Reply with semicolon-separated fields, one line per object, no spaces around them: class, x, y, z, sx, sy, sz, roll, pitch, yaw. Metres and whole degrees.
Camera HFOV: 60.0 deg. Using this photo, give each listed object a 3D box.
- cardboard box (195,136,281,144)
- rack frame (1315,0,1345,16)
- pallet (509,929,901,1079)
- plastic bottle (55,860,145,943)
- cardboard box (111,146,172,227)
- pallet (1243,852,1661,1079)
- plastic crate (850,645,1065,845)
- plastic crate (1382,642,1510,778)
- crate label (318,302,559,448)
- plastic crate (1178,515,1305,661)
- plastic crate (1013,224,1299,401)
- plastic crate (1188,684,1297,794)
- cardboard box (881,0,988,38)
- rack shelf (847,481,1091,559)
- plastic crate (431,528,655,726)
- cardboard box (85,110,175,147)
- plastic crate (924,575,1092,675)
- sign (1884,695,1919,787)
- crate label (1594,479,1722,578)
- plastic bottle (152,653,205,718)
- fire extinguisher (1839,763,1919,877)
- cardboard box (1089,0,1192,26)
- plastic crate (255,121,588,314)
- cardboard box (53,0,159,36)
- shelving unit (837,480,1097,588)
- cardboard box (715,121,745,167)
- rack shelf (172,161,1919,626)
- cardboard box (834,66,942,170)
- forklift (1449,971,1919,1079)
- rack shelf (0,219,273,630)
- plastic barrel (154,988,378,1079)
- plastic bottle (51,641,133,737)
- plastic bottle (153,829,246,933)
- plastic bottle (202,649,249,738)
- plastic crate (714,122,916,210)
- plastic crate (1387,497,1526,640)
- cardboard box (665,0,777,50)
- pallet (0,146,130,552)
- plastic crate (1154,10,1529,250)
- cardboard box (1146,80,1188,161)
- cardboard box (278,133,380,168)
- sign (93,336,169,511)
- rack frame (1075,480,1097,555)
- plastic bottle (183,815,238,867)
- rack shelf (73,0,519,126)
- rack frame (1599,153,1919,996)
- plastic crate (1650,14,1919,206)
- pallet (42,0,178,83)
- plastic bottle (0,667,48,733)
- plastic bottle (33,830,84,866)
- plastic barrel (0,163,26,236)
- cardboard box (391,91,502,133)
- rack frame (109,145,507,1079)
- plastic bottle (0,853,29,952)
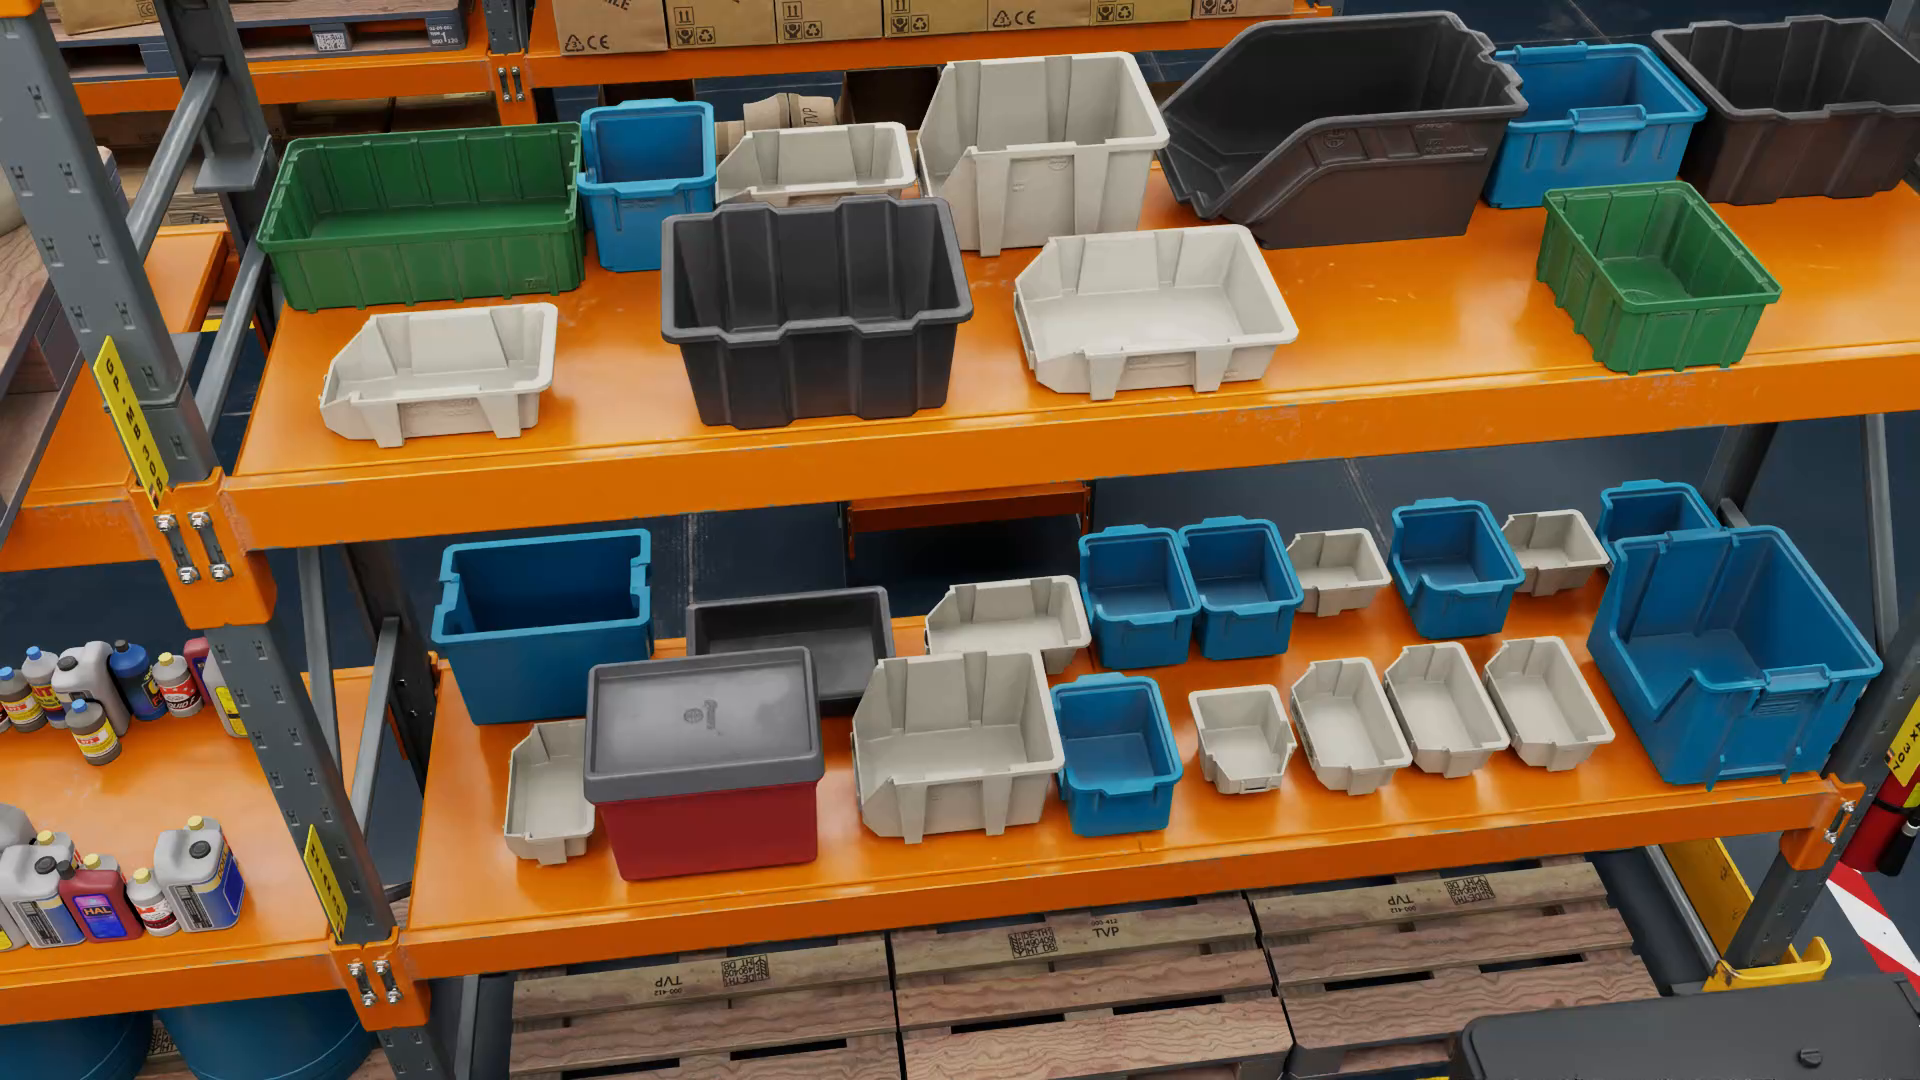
cardboard box;-3.732;-2.007;8.774;0.500;0.500;0.500;-5;42;-5
rack frame;1.769;-3.092;8.438;0.127;3.000;1.000;-5;42;-6
pallet;-0.834;1.491;5.439;1.213;0.211;1.003;-5;42;-6
plastic bottle;-2.131;0.888;4.113;0.133;0.283;0.061;-5;42;-6
cardboard box;-4.141;-1.620;8.345;0.500;0.500;0.500;-6;42;-7
pallet;1.585;1.279;5.674;1.213;0.211;1.003;-5;42;-6
plastic crate;-0.020;0.557;4.437;0.530;0.282;0.437;-5;42;-6
plastic crate;1.334;0.480;4.630;0.243;0.136;0.396;-5;42;-6
crate label;-1.036;-0.321;3.324;0.466;0.136;0.293;-5;42;-6
plastic crate;0.815;0.155;4.919;0.300;0.233;0.416;-5;42;-6
plastic crate;0.391;-0.474;3.493;0.530;0.136;0.437;-5;42;-6
plastic crate;0.770;0.559;4.543;0.250;0.136;0.298;-5;42;-6
cardboard box;-0.148;-2.779;8.016;0.500;0.500;0.500;-6;42;-6
rack shelf;0.007;-0.237;7.038;1.000;0.278;0.538;-5;42;-6
plastic crate;-1.140;0.262;4.687;0.575;0.384;0.392;-5;42;-6
cardboard box;-4.197;-2.247;8.480;0.500;0.250;0.500;-6;42;-6
plastic crate;0.129;0.270;4.863;0.466;0.136;0.293;-5;42;-6
sign;2.495;0.501;4.333;0.005;0.325;0.100;-5;42;-6
crate label;2.121;0.041;5.046;0.303;0.233;0.416;-5;42;-6
plastic bottle;-2.221;0.401;4.714;0.097;0.201;0.097;0;42;0
fire extinguisher;2.616;0.654;4.622;0.183;0.674;0.296;-5;42;-6
cardboard box;0.847;-2.862;8.109;0.500;0.500;0.500;-5;42;-5
plastic crate;-1.177;-0.727;3.735;0.662;0.188;0.450;-5;42;-6
cardboard box;-3.941;-2.743;7.664;0.500;0.500;0.700;-15;44;-16
shelving unit;0.007;-0.418;6.874;1.048;1.125;0.538;-5;42;-6
cardboard box;-1.305;-2.160;9.205;0.250;0.149;0.380;-5;42;-6
rack shelf;0.425;-0.475;3.835;4.000;0.370;1.077;-5;42;-6
cardboard box;-0.335;-2.148;8.927;0.637;0.503;0.797;-5;42;-6
forklift;1.316;1.856;3.004;3.031;2.935;1.130;-5;42;-5
rack shelf;-3.541;-0.128;3.450;4.000;0.370;1.077;-5;42;-6
plastic barrel;-2.100;1.205;4.928;0.708;0.901;0.600;-5;42;-6
plastic bottle;-2.429;0.410;4.648;0.135;0.276;0.152;-5;42;-6
plastic bottle;-1.907;0.840;4.171;0.135;0.276;0.152;-5;42;-6
plastic bottle;-1.989;0.382;4.623;0.185;0.351;0.144;-5;42;-6
plastic crate;-0.346;-0.834;3.892;0.466;0.136;0.293;-5;42;-6
plastic crate;1.468;0.098;4.982;0.300;0.233;0.416;-5;42;-6
cardboard box;-1.149;-2.692;7.920;0.500;0.500;0.500;-4;42;-5
pallet;-2.323;-0.365;3.317;1.003;0.211;1.213;-5;42;-6
plastic crate;0.857;-0.943;3.862;0.767;0.338;0.504;-5;42;-6
cardboard box;1.262;-2.116;8.895;0.500;0.500;0.500;-5;42;-6
cardboard box;-3.140;-1.709;8.443;0.500;0.500;0.500;-5;42;-5
sign;-1.489;-0.206;2.993;0.005;0.325;0.100;-5;42;-6
rack frame;0.511;-0.462;6.923;0.032;1.125;0.500;-5;42;-6
plastic bottle;-1.942;0.787;4.286;0.097;0.201;0.097;0;42;0
rack shelf;-4.180;-2.304;8.102;4.000;0.370;1.077;-5;42;-6
rack frame;2.408;0.198;4.791;0.127;3.000;1.000;-5;42;-6
plastic crate;1.990;-1.019;3.998;0.590;0.269;0.497;-5;42;-6
pallet;-4.235;-2.498;7.923;1.213;0.211;1.003;-5;42;-6
plastic bottle;-2.644;0.438;4.673;0.097;0.201;0.097;0;42;0
plastic bottle;-2.304;0.819;4.251;0.097;0.201;0.097;0;42;0
plastic barrel;-2.113;-0.896;3.349;0.433;0.535;0.433;0;42;0
cardboard box;-2.708;-2.100;8.876;0.500;0.500;0.500;-7;42;-7
rack frame;-1.558;0.545;4.406;0.127;3.000;1.000;-5;42;-6
plastic bottle;-2.427;0.861;4.093;0.185;0.351;0.144;-5;42;-6
